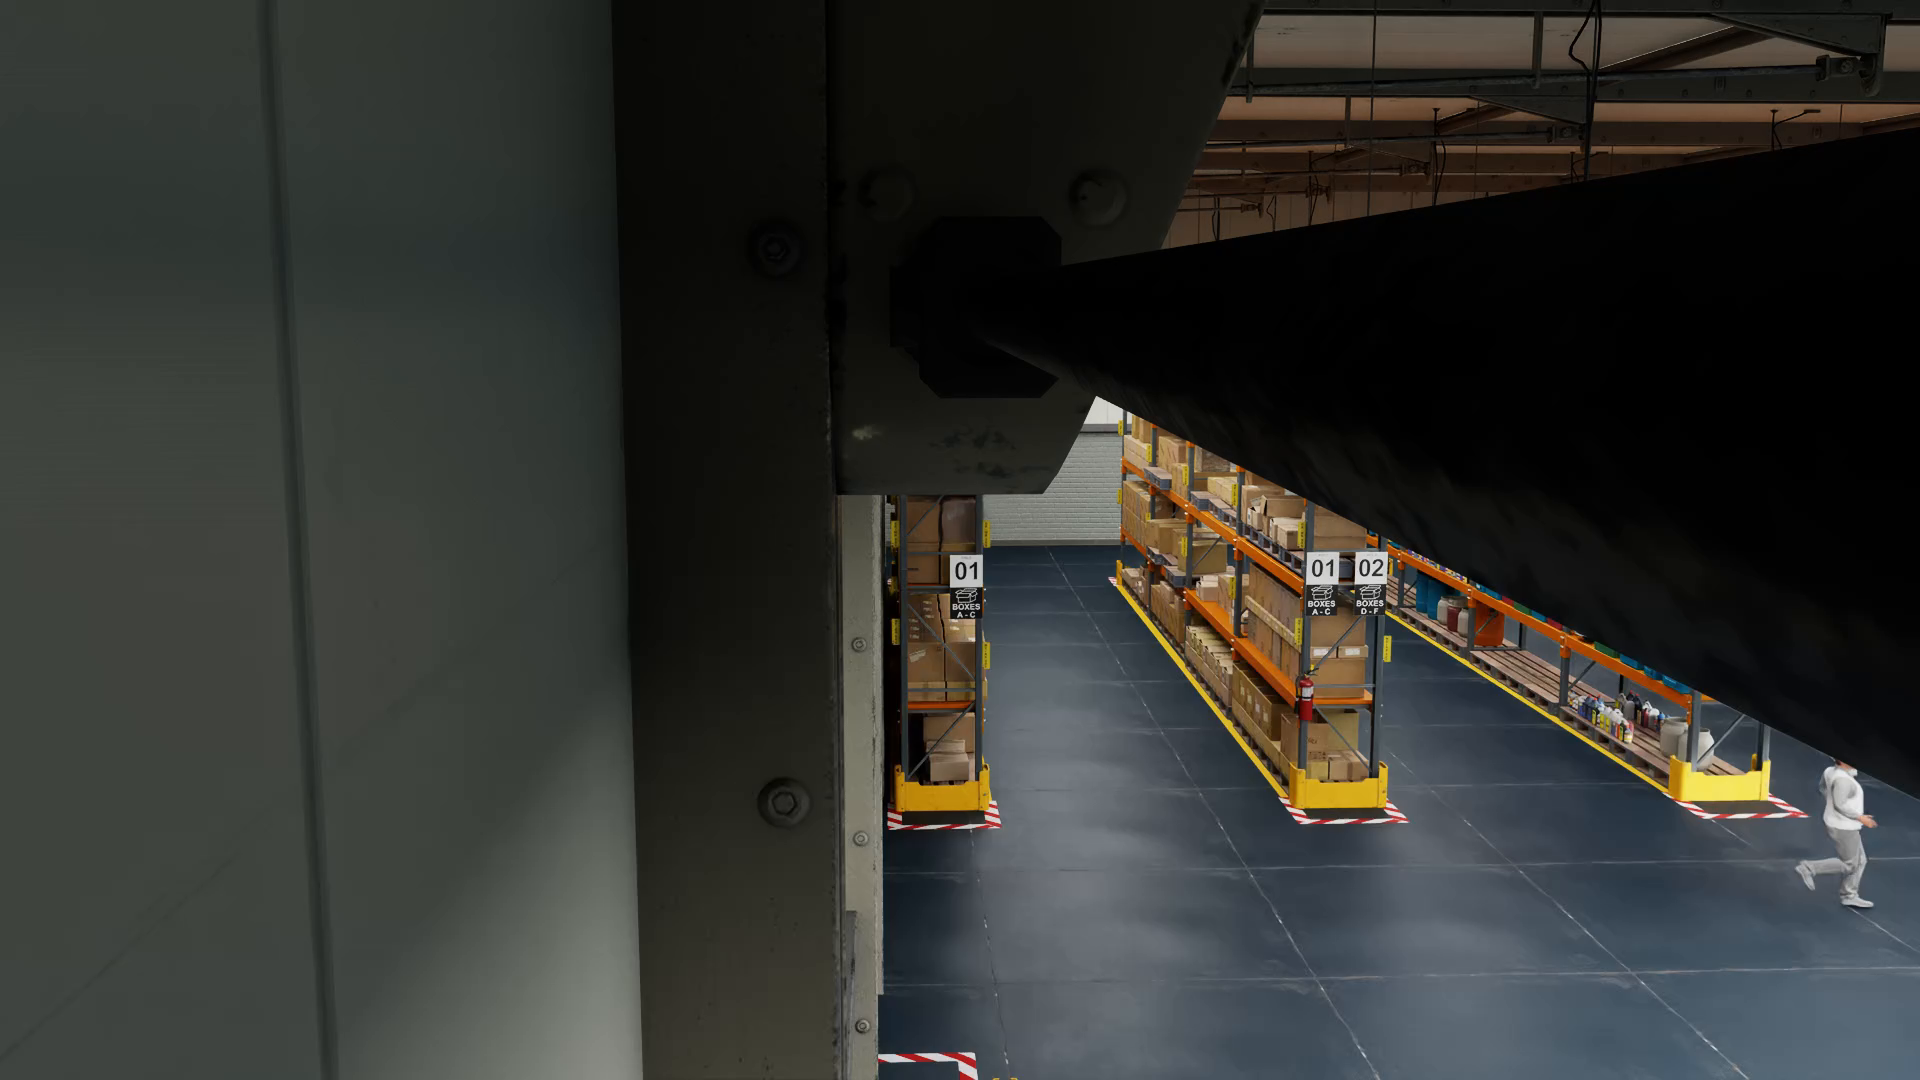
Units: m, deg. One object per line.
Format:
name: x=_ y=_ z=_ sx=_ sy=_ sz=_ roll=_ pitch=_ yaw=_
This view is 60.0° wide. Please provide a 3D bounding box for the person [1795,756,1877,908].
person: x=9.128 y=2.944 z=17.279 sx=0.765 sy=1.741 sz=0.659 roll=3 pitch=9 yaw=20
